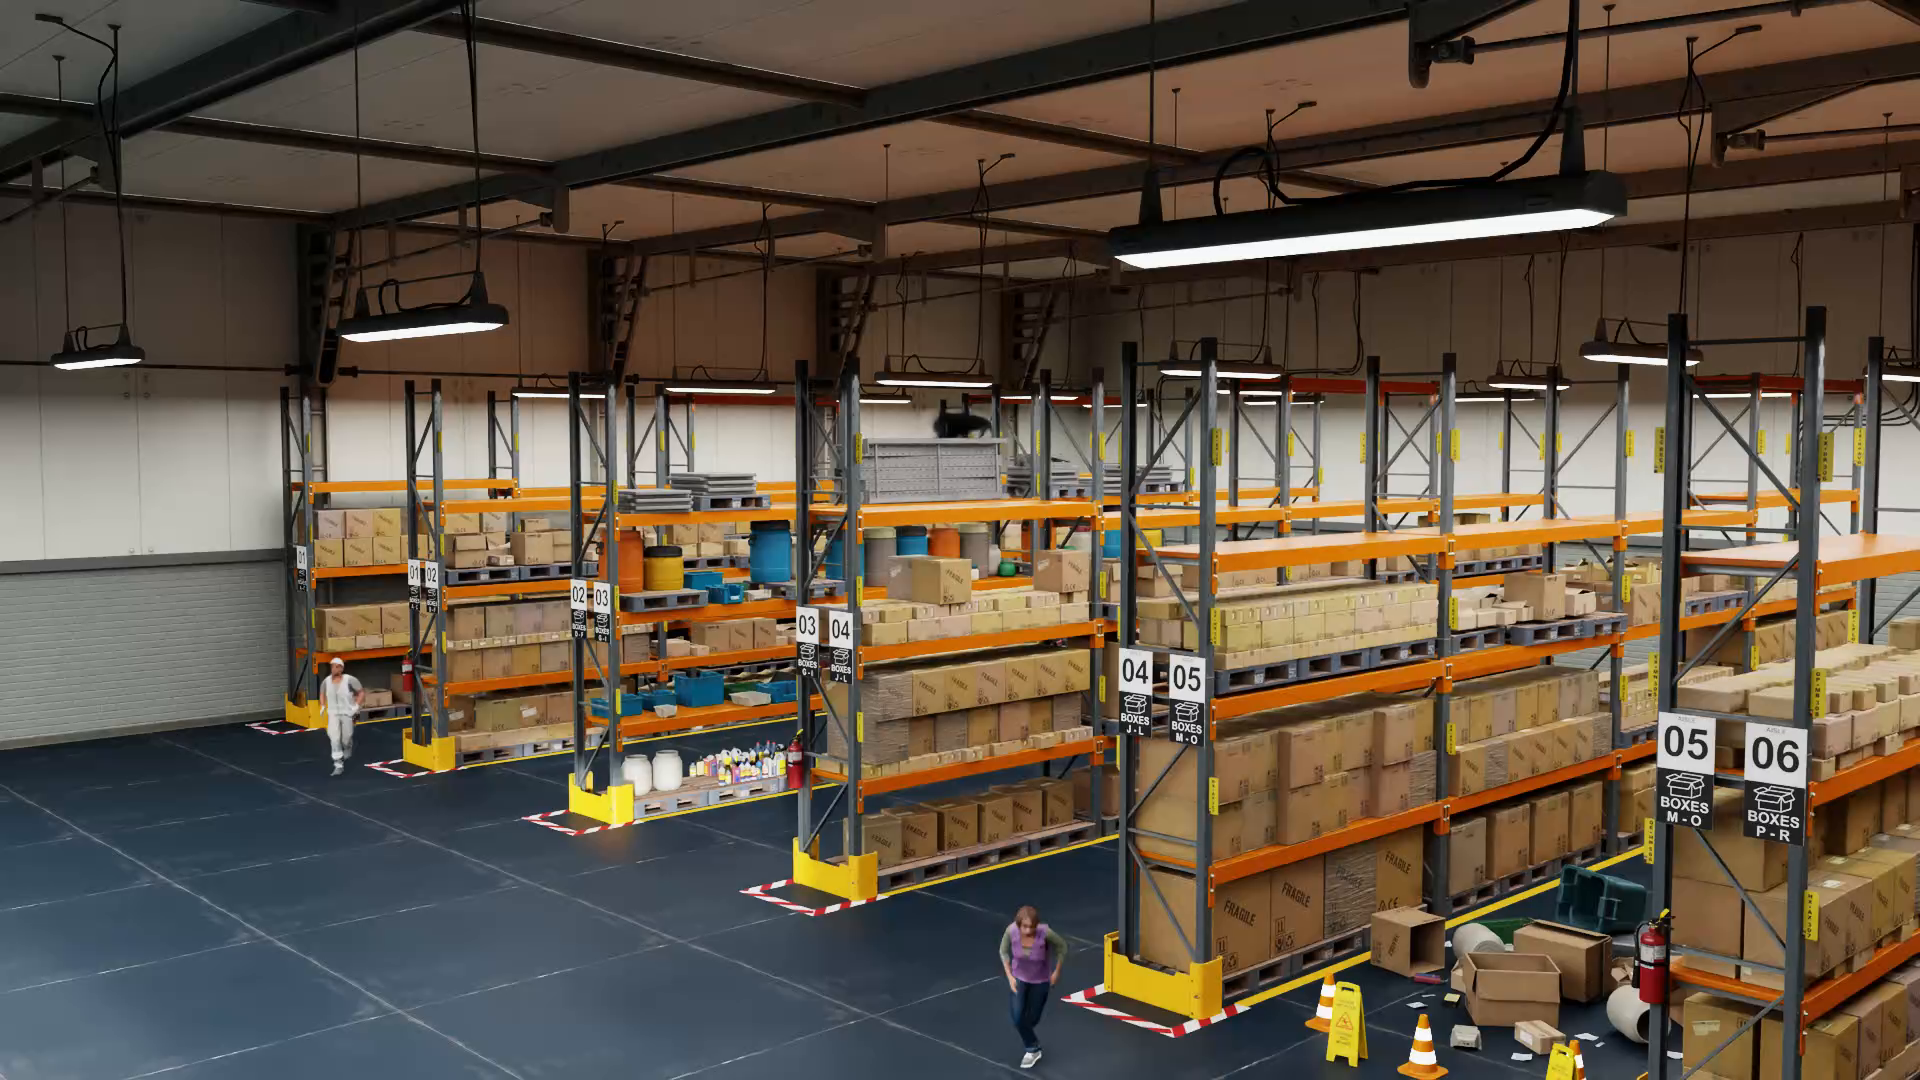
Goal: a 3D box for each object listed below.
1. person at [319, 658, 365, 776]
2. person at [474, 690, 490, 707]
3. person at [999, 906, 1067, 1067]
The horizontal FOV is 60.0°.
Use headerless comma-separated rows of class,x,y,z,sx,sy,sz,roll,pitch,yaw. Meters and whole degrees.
person,-9.436,2.667,25.405,0.677,1.774,0.734,0,4,-6
person,-8.262,2.509,29.102,0.576,1.616,0.601,1,4,17
person,0.602,3.603,13.605,0.552,1.409,0.867,0,4,7
